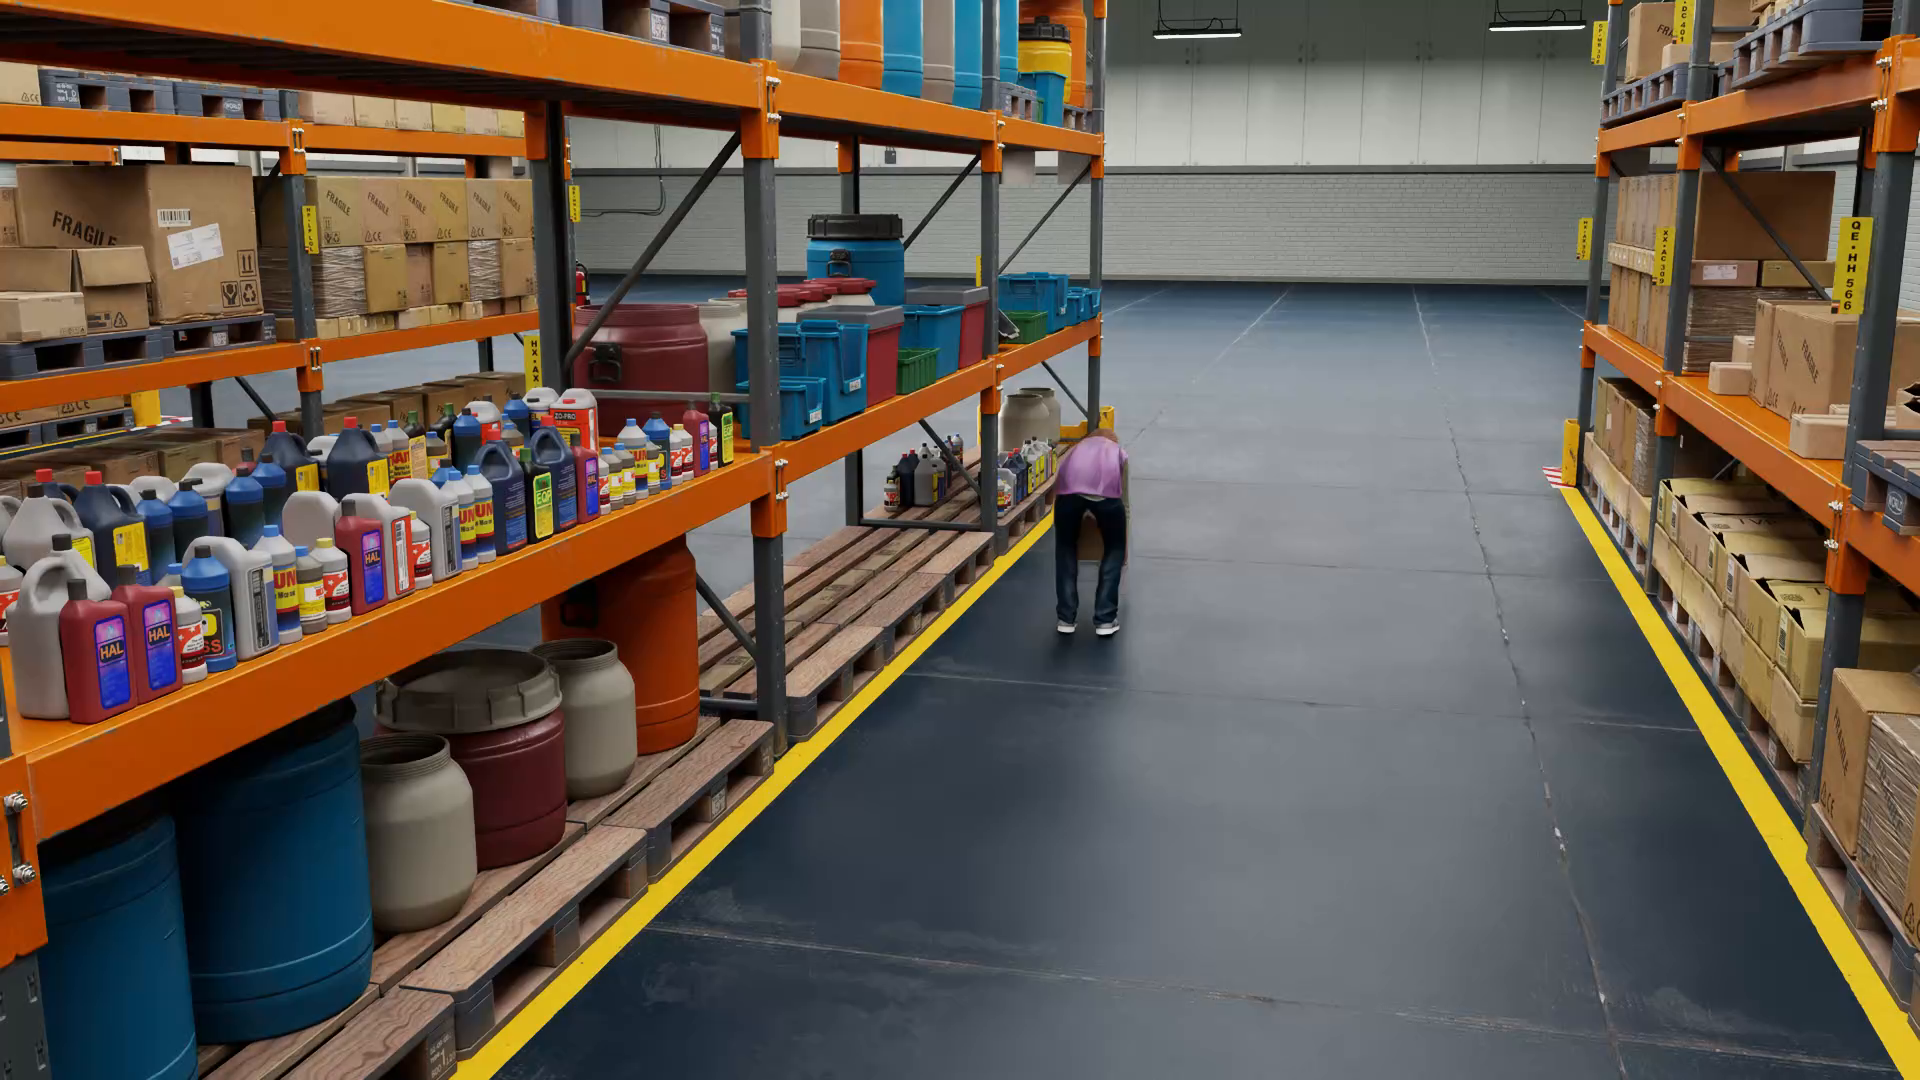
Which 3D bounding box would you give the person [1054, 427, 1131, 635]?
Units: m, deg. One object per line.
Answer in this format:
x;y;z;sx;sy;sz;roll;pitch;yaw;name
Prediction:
0.737;-0.047;9.107;0.390;1.029;0.864;2;12;12;person
